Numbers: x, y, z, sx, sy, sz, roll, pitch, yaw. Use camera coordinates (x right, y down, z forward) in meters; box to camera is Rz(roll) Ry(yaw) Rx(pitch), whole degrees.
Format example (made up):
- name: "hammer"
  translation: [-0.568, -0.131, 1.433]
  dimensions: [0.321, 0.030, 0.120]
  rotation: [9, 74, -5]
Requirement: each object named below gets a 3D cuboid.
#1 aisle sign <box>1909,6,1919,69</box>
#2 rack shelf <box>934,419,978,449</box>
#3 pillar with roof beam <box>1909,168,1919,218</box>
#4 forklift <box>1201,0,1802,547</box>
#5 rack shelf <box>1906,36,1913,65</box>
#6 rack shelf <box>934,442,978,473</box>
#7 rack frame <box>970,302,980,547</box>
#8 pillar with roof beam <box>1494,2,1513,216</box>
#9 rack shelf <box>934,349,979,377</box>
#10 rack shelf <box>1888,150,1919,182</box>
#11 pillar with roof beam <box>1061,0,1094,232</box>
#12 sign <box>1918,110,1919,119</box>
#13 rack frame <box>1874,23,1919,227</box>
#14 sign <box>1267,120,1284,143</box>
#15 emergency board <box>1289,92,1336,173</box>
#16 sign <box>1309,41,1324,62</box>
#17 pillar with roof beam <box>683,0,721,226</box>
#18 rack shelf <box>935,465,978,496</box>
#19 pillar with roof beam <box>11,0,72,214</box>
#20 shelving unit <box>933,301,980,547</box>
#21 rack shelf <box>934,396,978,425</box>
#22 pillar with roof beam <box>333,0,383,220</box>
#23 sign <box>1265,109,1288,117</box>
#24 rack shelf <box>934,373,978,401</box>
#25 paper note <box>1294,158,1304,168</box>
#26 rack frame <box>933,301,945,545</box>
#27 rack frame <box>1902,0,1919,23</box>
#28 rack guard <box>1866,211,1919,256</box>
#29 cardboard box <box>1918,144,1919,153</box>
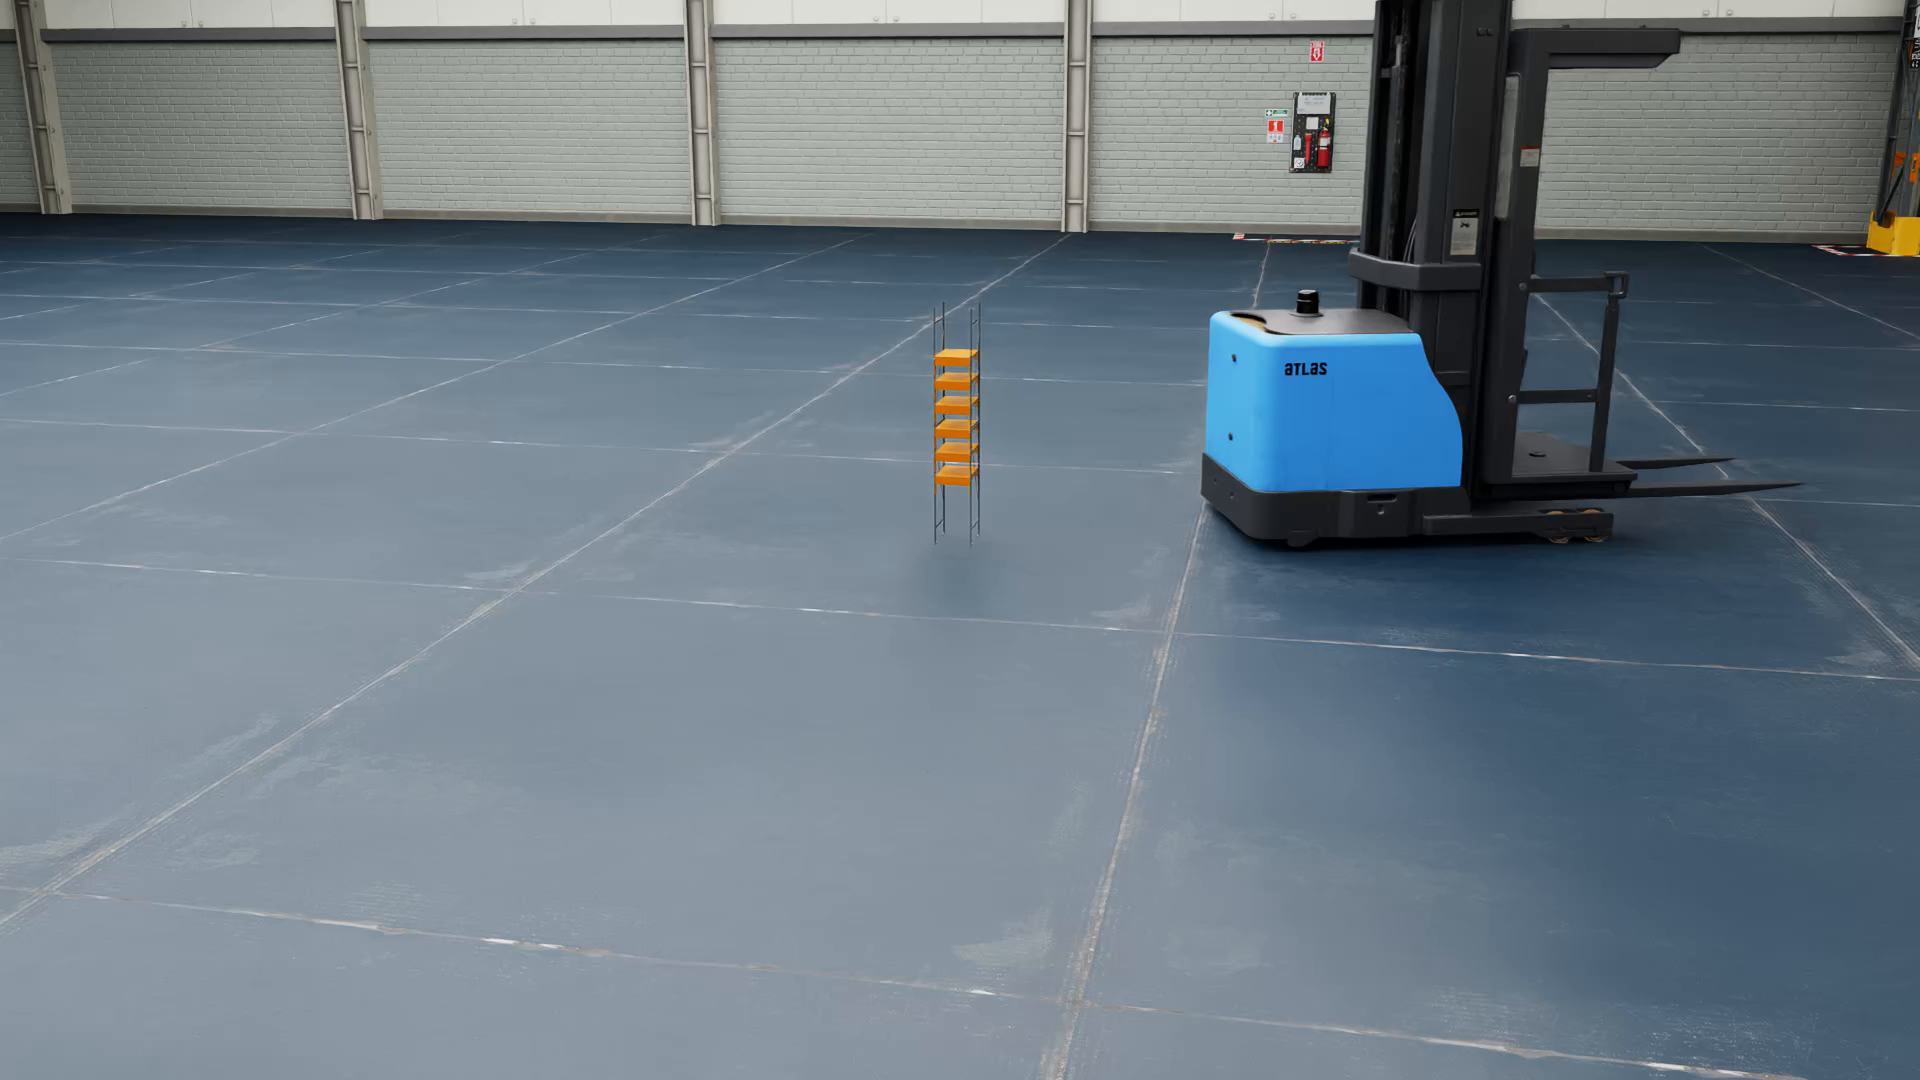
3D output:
- name: "aisle sign"
  translation: [12.554, -6.581, 21.760]
  dimensions: [0.004, 0.787, 0.394]
  rotation: [3, 16, 11]
- name: "rack shelf"
  translation: [-0.014, -0.536, 8.346]
  dimensions: [0.180, 0.103, 0.258]
  rotation: [3, 16, 11]
- name: "pillar with roof beam"
  translation: [12.684, -7.357, 18.193]
  dimensions: [0.400, 9.000, 9.100]
  rotation: [3, 16, 11]
- name: "forklift"
  translation: [2.880, -1.532, 8.531]
  dimensions: [3.031, 2.935, 1.130]
  rotation: [-2, 16, -7]
- name: "rack shelf"
  translation: [14.644, -6.395, 21.688]
  dimensions: [4.000, 0.370, 1.077]
  rotation: [3, 16, 11]
- name: "rack shelf"
  translation: [-0.014, -0.421, 8.379]
  dimensions: [0.180, 0.103, 0.258]
  rotation: [3, 16, 11]
- name: "rack frame"
  translation: [0.075, -0.574, 8.317]
  dimensions: [0.006, 1.200, 0.240]
  rotation: [3, 16, 11]
- name: "pillar with roof beam"
  translation: [6.805, -7.676, 19.345]
  dimensions: [0.400, 9.000, 9.100]
  rotation: [3, 16, 11]
- name: "rack shelf"
  translation: [-0.014, -0.883, 8.250]
  dimensions: [0.180, 0.103, 0.258]
  rotation: [3, 16, 11]
- name: "rack shelf"
  translation: [14.644, -4.950, 22.089]
  dimensions: [4.000, 0.370, 1.077]
  rotation: [3, 16, 11]
- name: "pillar with roof beam"
  translation: [0.925, -7.995, 20.497]
  dimensions: [0.400, 9.000, 9.100]
  rotation: [3, 16, 11]
- name: "sign"
  translation: [12.576, -5.678, 21.749]
  dimensions: [0.005, 0.325, 0.100]
  rotation: [3, 16, 11]
- name: "rack frame"
  translation: [12.684, -5.403, 22.377]
  dimensions: [0.127, 3.000, 1.000]
  rotation: [3, 16, 11]
- name: "sign"
  translation: [4.727, -6.126, 24.921]
  dimensions: [0.234, 0.329, 0.001]
  rotation: [3, 16, 11]
- name: "emergency board"
  translation: [5.248, -6.052, 24.722]
  dimensions: [0.643, 1.169, 0.194]
  rotation: [3, 16, 11]
- name: "sign"
  translation: [5.260, -7.196, 24.508]
  dimensions: [0.199, 0.298, 0.001]
  rotation: [3, 16, 11]
- name: "pillar with roof beam"
  translation: [-4.955, -8.314, 21.650]
  dimensions: [0.400, 9.000, 9.100]
  rotation: [3, 16, 11]
- name: "rack shelf"
  translation: [-0.014, -0.305, 8.411]
  dimensions: [0.180, 0.103, 0.258]
  rotation: [3, 16, 11]
- name: "pillar with roof beam"
  translation: [-16.714, -8.953, 23.954]
  dimensions: [0.400, 9.000, 9.100]
  rotation: [3, 16, 11]
- name: "shelving unit"
  translation: [-0.014, -0.579, 8.335]
  dimensions: [0.189, 1.200, 0.258]
  rotation: [3, 16, 11]
- name: "rack shelf"
  translation: [-0.014, -0.652, 8.314]
  dimensions: [0.180, 0.103, 0.258]
  rotation: [3, 16, 11]
- name: "pillar with roof beam"
  translation: [-10.834, -8.633, 22.802]
  dimensions: [0.400, 9.000, 9.100]
  rotation: [3, 16, 11]
- name: "sign"
  translation: [4.730, -6.379, 24.841]
  dimensions: [0.331, 0.109, 0.001]
  rotation: [3, 16, 11]
- name: "rack shelf"
  translation: [-0.014, -0.767, 8.282]
  dimensions: [0.180, 0.103, 0.258]
  rotation: [3, 16, 11]
- name: "paper note"
  translation: [5.089, -5.655, 24.939]
  dimensions: [0.142, 0.148, 0.016]
  rotation: [3, 16, 11]
- name: "rack frame"
  translation: [-0.104, -0.584, 8.352]
  dimensions: [0.006, 1.200, 0.240]
  rotation: [3, 16, 11]
- name: "rack frame"
  translation: [12.684, -8.294, 21.576]
  dimensions: [0.127, 3.000, 1.000]
  rotation: [3, 16, 11]
- name: "rack guard"
  translation: [12.758, -4.194, 22.696]
  dimensions: [0.348, 0.500, 1.175]
  rotation: [3, 16, 11]
- name: "cardboard box"
  translation: [13.181, -5.366, 22.487]
  dimensions: [0.500, 0.250, 0.500]
  rotation: [3, 16, 12]
